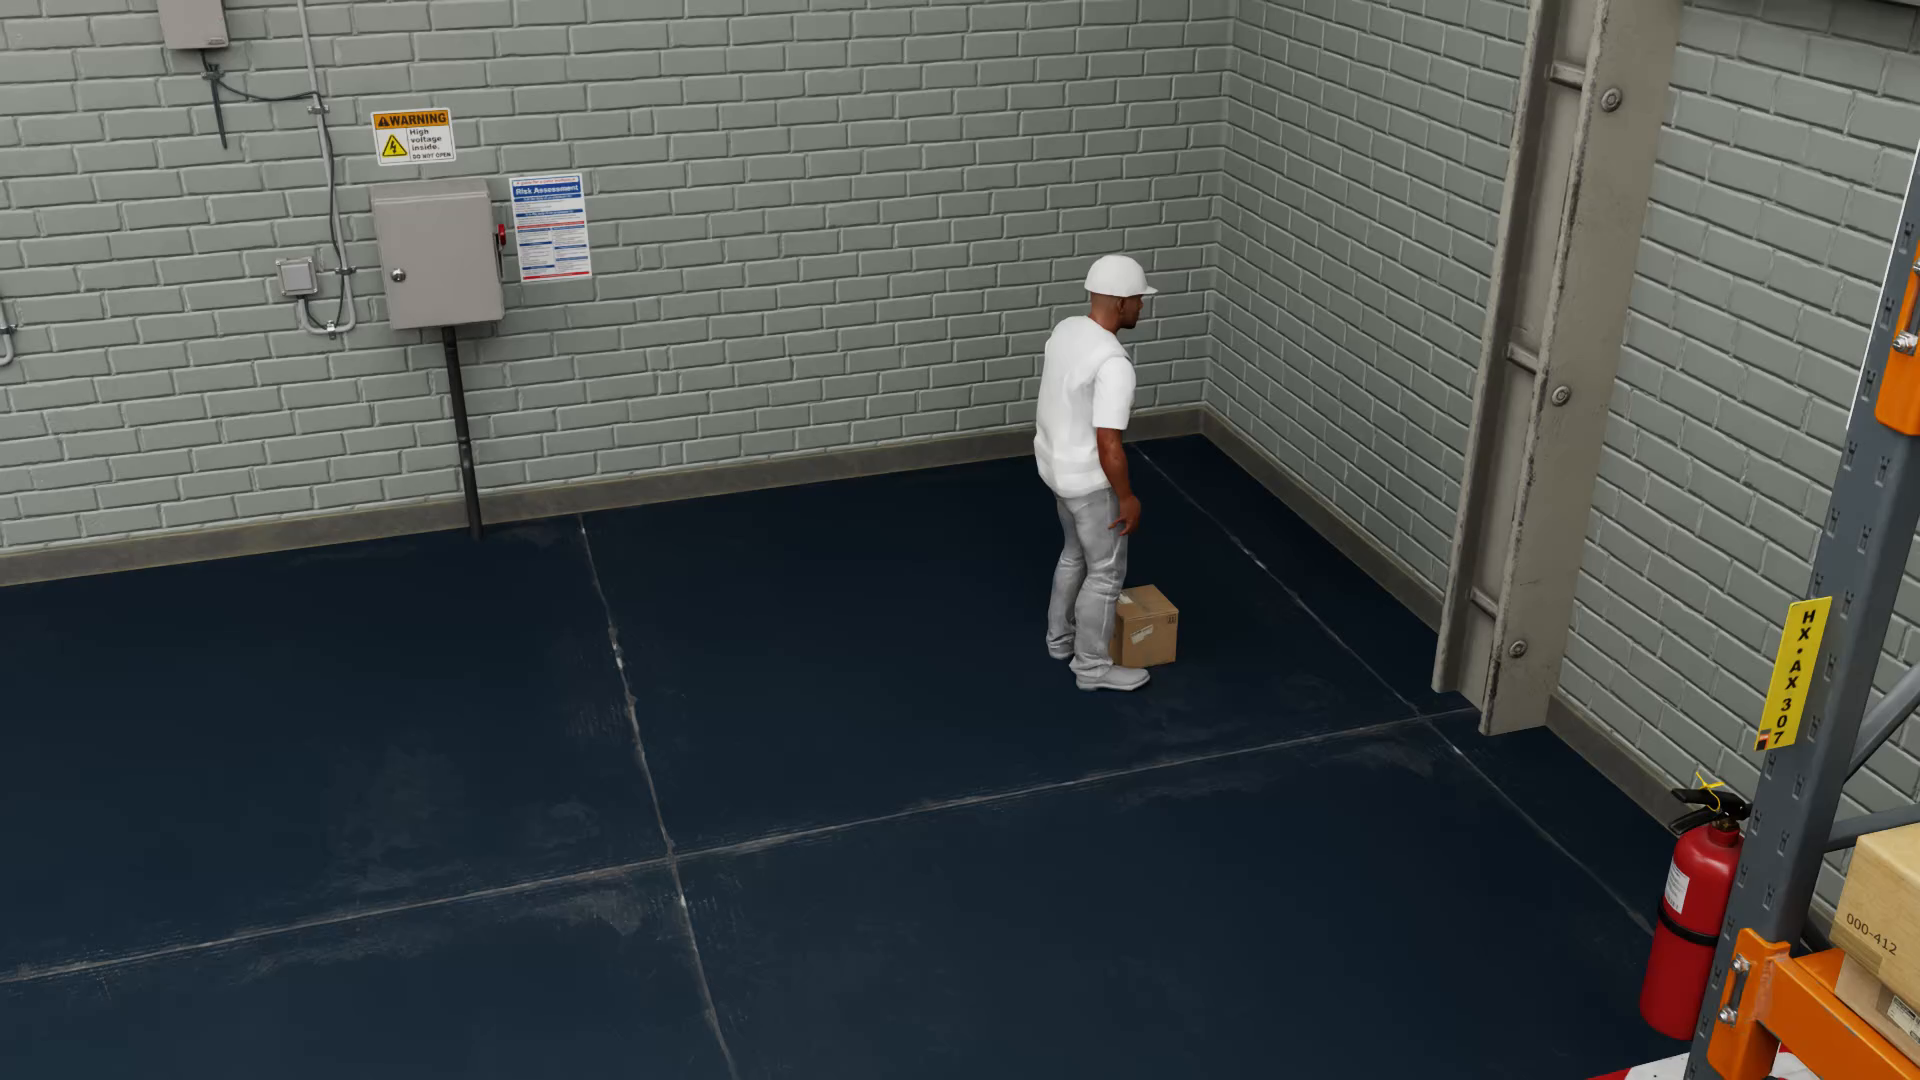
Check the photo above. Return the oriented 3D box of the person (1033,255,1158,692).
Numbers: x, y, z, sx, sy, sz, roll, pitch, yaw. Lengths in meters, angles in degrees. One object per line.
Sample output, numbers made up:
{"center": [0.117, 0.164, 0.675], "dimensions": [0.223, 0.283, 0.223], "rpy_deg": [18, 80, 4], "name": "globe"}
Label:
{"center": [0.541, -0.268, 6.638], "dimensions": [0.456, 1.761, 0.627], "rpy_deg": [-8, 27, -16], "name": "person"}
